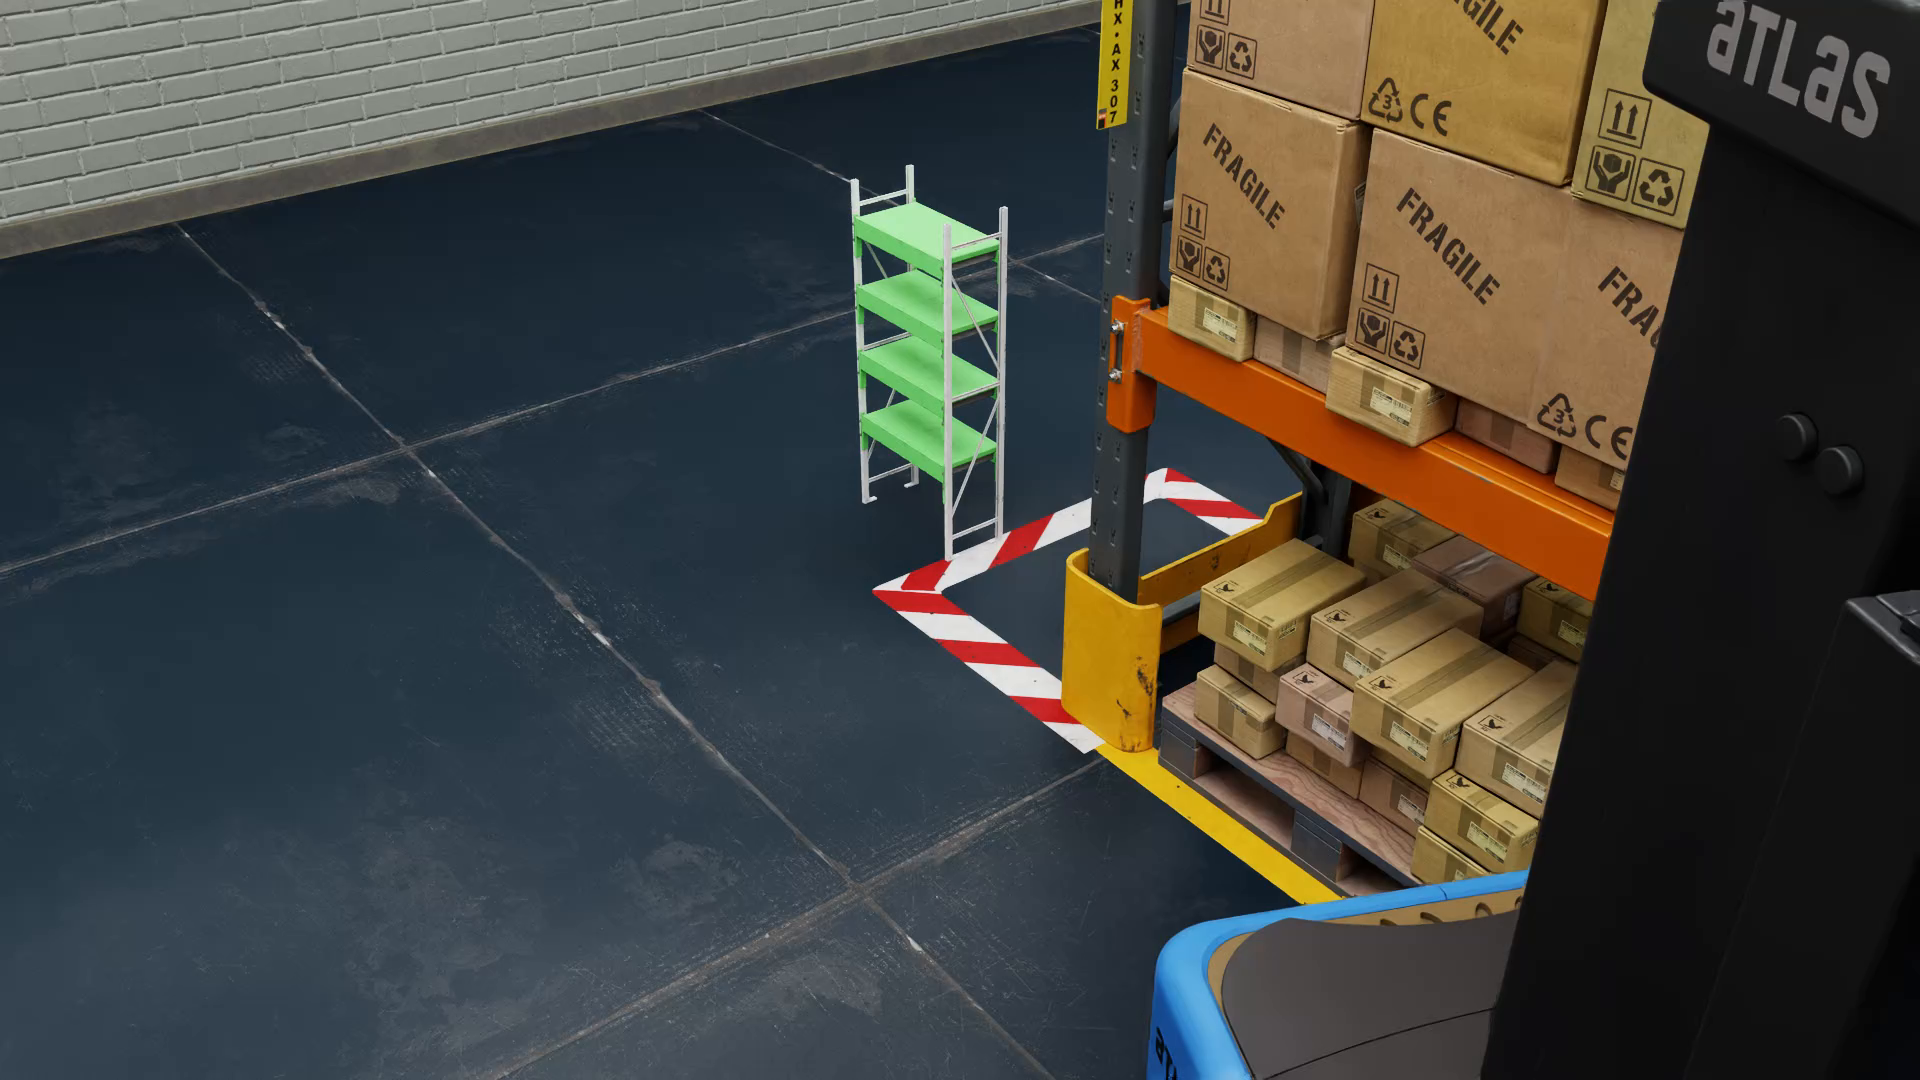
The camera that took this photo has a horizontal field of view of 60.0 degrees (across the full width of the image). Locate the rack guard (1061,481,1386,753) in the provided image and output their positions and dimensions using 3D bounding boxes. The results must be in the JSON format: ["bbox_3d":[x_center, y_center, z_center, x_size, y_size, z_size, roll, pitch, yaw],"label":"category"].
[{"bbox_3d":[0.842,0.152,5.032,1.175,0.500,0.348,-22,38,-31],"label":"rack guard"}]

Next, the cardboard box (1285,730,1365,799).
[{"bbox_3d":[1.089,0.495,4.413,0.380,0.149,0.250,-22,38,-32],"label":"cardboard box"}]

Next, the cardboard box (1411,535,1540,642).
[{"bbox_3d":[1.429,0.100,4.486,0.380,0.149,0.250,-21,38,-30],"label":"cardboard box"}]

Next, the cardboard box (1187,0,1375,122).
[{"bbox_3d":[0.861,-1.262,3.615,0.500,0.500,0.500,-23,38,-32],"label":"cardboard box"}]

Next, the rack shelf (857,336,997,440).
[{"bbox_3d":[-0.102,-0.524,5.578,0.258,0.148,0.480,-22,38,-31],"label":"rack shelf"}]

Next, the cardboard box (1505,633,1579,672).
[{"bbox_3d":[1.665,0.308,4.433,0.380,0.149,0.250,-24,39,-33],"label":"cardboard box"}]

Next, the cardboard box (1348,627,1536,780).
[{"bbox_3d":[1.166,0.389,4.021,0.380,0.149,0.250,-22,38,-32],"label":"cardboard box"}]

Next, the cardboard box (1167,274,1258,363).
[{"bbox_3d":[0.735,-0.594,4.101,0.380,0.149,0.250,-23,38,-32],"label":"cardboard box"}]

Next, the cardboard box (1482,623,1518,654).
[{"bbox_3d":[1.462,0.219,4.577,0.380,0.149,0.250,-23,39,-32],"label":"cardboard box"}]

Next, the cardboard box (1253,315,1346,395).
[{"bbox_3d":[0.924,-0.501,3.952,0.380,0.149,0.250,-21,37,-30],"label":"cardboard box"}]

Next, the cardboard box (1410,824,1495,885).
[{"bbox_3d":[1.317,0.739,4.022,0.380,0.149,0.250,-22,38,-31],"label":"cardboard box"}]

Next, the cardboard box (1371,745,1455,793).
[{"bbox_3d":[1.257,0.472,4.169,0.380,0.149,0.250,-22,38,-31],"label":"cardboard box"}]

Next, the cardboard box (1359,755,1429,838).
[{"bbox_3d":[1.247,0.597,4.250,0.380,0.149,0.250,-22,38,-31],"label":"cardboard box"}]

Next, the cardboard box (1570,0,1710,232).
[{"bbox_3d":[1.477,-0.830,2.919,0.500,0.500,0.500,-23,39,-32],"label":"cardboard box"}]

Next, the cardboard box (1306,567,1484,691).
[{"bbox_3d":[1.113,0.242,4.257,0.380,0.149,0.250,-22,38,-31],"label":"cardboard box"}]

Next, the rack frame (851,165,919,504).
[{"bbox_3d":[-0.251,-0.680,5.708,0.240,1.200,0.015,-22,38,-31],"label":"rack frame"}]

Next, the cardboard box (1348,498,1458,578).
[{"bbox_3d":[1.320,-0.023,4.684,0.380,0.149,0.250,-22,38,-31],"label":"cardboard box"}]

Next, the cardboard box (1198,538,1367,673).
[{"bbox_3d":[0.848,0.166,4.379,0.380,0.149,0.250,-24,39,-33],"label":"cardboard box"}]

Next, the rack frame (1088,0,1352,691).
[{"bbox_3d":[0.796,-0.942,4.423,1.000,3.000,0.127,-22,38,-31],"label":"rack frame"}]

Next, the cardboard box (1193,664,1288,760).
[{"bbox_3d":[0.864,0.413,4.546,0.380,0.149,0.250,-21,38,-30],"label":"cardboard box"}]

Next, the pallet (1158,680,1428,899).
[{"bbox_3d":[1.312,0.625,4.544,1.003,0.211,1.213,-22,38,-31],"label":"pallet"}]

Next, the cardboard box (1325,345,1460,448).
[{"bbox_3d":[1.047,-0.372,3.744,0.380,0.149,0.250,-23,39,-33],"label":"cardboard box"}]

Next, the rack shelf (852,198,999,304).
[{"bbox_3d":[-0.102,-0.932,5.325,0.258,0.148,0.480,-22,38,-31],"label":"rack shelf"}]

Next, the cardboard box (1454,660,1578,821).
[{"bbox_3d":[1.383,0.466,3.898,0.380,0.149,0.250,-24,39,-34],"label":"cardboard box"}]

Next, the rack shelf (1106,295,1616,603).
[{"bbox_3d":[2.022,0.197,3.271,1.077,0.370,4.000,-22,38,-31],"label":"rack shelf"}]

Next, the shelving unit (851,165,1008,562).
[{"bbox_3d":[-0.102,-0.579,5.545,0.258,1.200,0.503,-22,38,-31],"label":"shelving unit"}]

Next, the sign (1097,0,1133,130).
[{"bbox_3d":[0.367,-1.134,3.912,0.100,0.325,0.005,-22,38,-31],"label":"sign"}]

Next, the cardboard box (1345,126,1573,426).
[{"bbox_3d":[1.201,-0.619,3.527,0.500,0.500,0.500,-22,38,-31],"label":"cardboard box"}]

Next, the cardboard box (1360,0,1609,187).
[{"bbox_3d":[1.176,-1.054,3.280,0.500,0.500,0.500,-21,38,-30],"label":"cardboard box"}]

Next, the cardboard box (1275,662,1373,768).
[{"bbox_3d":[1.037,0.398,4.288,0.380,0.149,0.250,-22,38,-32],"label":"cardboard box"}]

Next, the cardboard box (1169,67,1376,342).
[{"bbox_3d":[0.853,-0.834,3.873,0.500,0.500,0.500,-20,37,-29],"label":"cardboard box"}]

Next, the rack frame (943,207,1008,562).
[{"bbox_3d":[0.048,-0.477,5.381,0.240,1.200,0.015,-22,38,-31],"label":"rack frame"}]

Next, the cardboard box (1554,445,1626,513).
[{"bbox_3d":[1.461,-0.187,3.446,0.380,0.149,0.250,-23,38,-32],"label":"cardboard box"}]

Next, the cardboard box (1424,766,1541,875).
[{"bbox_3d":[1.329,0.614,3.941,0.380,0.149,0.250,-21,38,-30],"label":"cardboard box"}]

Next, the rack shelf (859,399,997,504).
[{"bbox_3d":[-0.102,-0.321,5.705,0.258,0.148,0.480,-22,38,-31],"label":"rack shelf"}]

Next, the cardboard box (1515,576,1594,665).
[{"bbox_3d":[1.688,0.167,4.378,0.380,0.149,0.250,-23,39,-32],"label":"cardboard box"}]

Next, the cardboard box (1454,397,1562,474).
[{"bbox_3d":[1.314,-0.308,3.641,0.380,0.149,0.250,-20,37,-29],"label":"cardboard box"}]

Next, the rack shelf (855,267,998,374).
[{"bbox_3d":[-0.102,-0.728,5.452,0.258,0.148,0.480,-22,38,-31],"label":"rack shelf"}]

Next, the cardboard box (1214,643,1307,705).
[{"bbox_3d":[0.914,0.266,4.501,0.380,0.149,0.250,-21,37,-29],"label":"cardboard box"}]

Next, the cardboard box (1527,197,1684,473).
[{"bbox_3d":[1.491,-0.411,3.192,0.500,0.500,0.500,-22,38,-31],"label":"cardboard box"}]

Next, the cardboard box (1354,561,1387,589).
[{"bbox_3d":[1.345,0.092,4.781,0.380,0.149,0.250,-23,39,-33],"label":"cardboard box"}]
